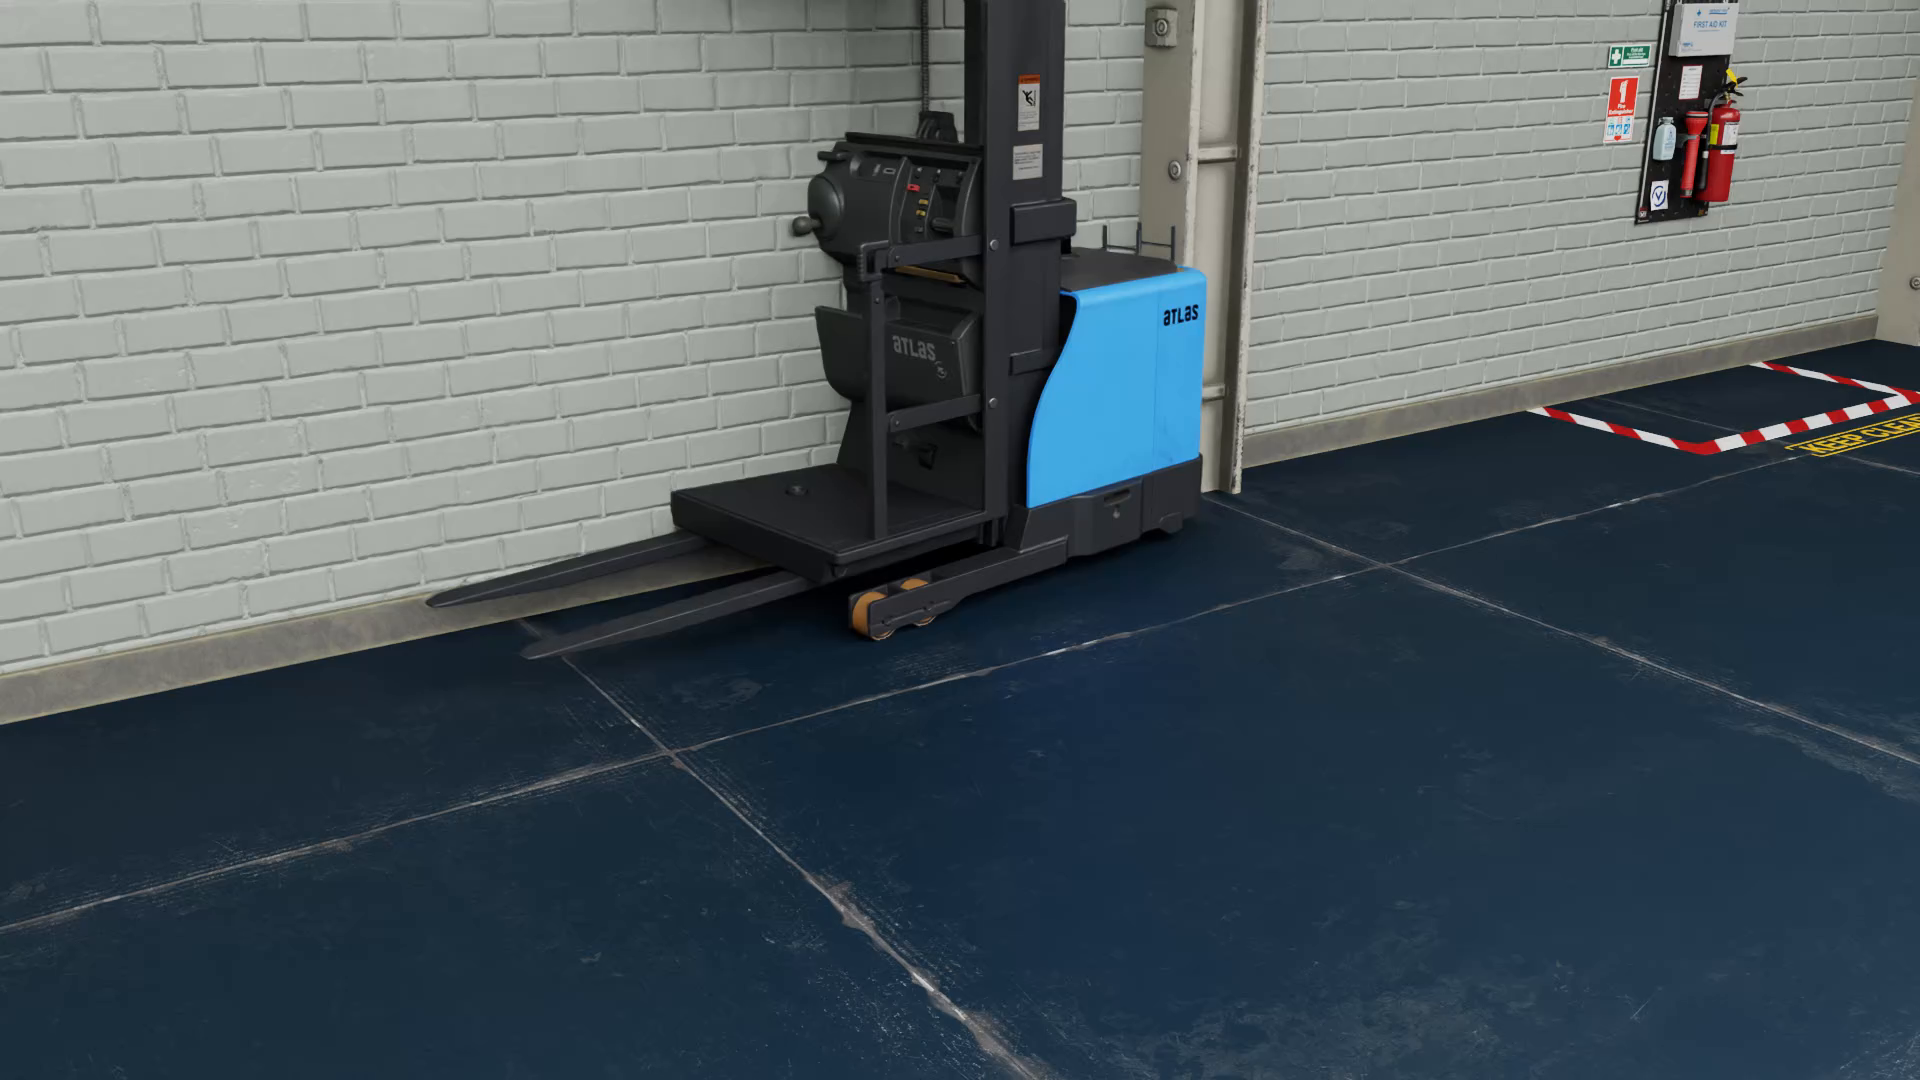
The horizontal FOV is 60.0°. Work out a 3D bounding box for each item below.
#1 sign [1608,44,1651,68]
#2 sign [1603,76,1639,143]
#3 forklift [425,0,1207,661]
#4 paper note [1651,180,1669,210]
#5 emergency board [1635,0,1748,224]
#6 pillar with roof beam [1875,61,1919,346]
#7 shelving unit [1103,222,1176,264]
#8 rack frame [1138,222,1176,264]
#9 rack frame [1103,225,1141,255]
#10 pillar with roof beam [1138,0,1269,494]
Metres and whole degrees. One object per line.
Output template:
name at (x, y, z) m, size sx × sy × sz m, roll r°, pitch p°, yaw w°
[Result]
sign at (3.416, -2.468, 8.479) m, size 0.331 × 0.109 × 0.001 m, roll -12°, pitch 22°, yaw -31°
sign at (3.407, -2.219, 8.568) m, size 0.234 × 0.329 × 0.001 m, roll -12°, pitch 22°, yaw -31°
forklift at (-0.426, -1.230, 5.806) m, size 3.031 × 2.935 × 1.130 m, roll -17°, pitch 25°, yaw -41°
paper note at (3.740, -1.842, 8.884) m, size 0.142 × 0.148 × 0.016 m, roll -12°, pitch 22°, yaw -31°
emergency board at (3.926, -2.272, 8.781) m, size 0.643 × 1.169 × 0.194 m, roll -12°, pitch 22°, yaw -31°
pillar with roof beam at (8.379, -4.387, 5.671) m, size 0.400 × 9.000 × 9.100 m, roll -12°, pitch 22°, yaw -31°
shelving unit at (0.752, -0.723, 7.047) m, size 0.189 × 1.200 × 0.258 m, roll -11°, pitch 19°, yaw -31°
rack frame at (0.829, -0.739, 7.094) m, size 0.006 × 1.200 × 0.240 m, roll -11°, pitch 19°, yaw -31°
rack frame at (0.675, -0.708, 7.000) m, size 0.006 × 1.200 × 0.240 m, roll -11°, pitch 19°, yaw -31°
pillar with roof beam at (3.367, -3.330, 2.545) m, size 0.400 × 9.000 × 9.100 m, roll -12°, pitch 22°, yaw -31°
